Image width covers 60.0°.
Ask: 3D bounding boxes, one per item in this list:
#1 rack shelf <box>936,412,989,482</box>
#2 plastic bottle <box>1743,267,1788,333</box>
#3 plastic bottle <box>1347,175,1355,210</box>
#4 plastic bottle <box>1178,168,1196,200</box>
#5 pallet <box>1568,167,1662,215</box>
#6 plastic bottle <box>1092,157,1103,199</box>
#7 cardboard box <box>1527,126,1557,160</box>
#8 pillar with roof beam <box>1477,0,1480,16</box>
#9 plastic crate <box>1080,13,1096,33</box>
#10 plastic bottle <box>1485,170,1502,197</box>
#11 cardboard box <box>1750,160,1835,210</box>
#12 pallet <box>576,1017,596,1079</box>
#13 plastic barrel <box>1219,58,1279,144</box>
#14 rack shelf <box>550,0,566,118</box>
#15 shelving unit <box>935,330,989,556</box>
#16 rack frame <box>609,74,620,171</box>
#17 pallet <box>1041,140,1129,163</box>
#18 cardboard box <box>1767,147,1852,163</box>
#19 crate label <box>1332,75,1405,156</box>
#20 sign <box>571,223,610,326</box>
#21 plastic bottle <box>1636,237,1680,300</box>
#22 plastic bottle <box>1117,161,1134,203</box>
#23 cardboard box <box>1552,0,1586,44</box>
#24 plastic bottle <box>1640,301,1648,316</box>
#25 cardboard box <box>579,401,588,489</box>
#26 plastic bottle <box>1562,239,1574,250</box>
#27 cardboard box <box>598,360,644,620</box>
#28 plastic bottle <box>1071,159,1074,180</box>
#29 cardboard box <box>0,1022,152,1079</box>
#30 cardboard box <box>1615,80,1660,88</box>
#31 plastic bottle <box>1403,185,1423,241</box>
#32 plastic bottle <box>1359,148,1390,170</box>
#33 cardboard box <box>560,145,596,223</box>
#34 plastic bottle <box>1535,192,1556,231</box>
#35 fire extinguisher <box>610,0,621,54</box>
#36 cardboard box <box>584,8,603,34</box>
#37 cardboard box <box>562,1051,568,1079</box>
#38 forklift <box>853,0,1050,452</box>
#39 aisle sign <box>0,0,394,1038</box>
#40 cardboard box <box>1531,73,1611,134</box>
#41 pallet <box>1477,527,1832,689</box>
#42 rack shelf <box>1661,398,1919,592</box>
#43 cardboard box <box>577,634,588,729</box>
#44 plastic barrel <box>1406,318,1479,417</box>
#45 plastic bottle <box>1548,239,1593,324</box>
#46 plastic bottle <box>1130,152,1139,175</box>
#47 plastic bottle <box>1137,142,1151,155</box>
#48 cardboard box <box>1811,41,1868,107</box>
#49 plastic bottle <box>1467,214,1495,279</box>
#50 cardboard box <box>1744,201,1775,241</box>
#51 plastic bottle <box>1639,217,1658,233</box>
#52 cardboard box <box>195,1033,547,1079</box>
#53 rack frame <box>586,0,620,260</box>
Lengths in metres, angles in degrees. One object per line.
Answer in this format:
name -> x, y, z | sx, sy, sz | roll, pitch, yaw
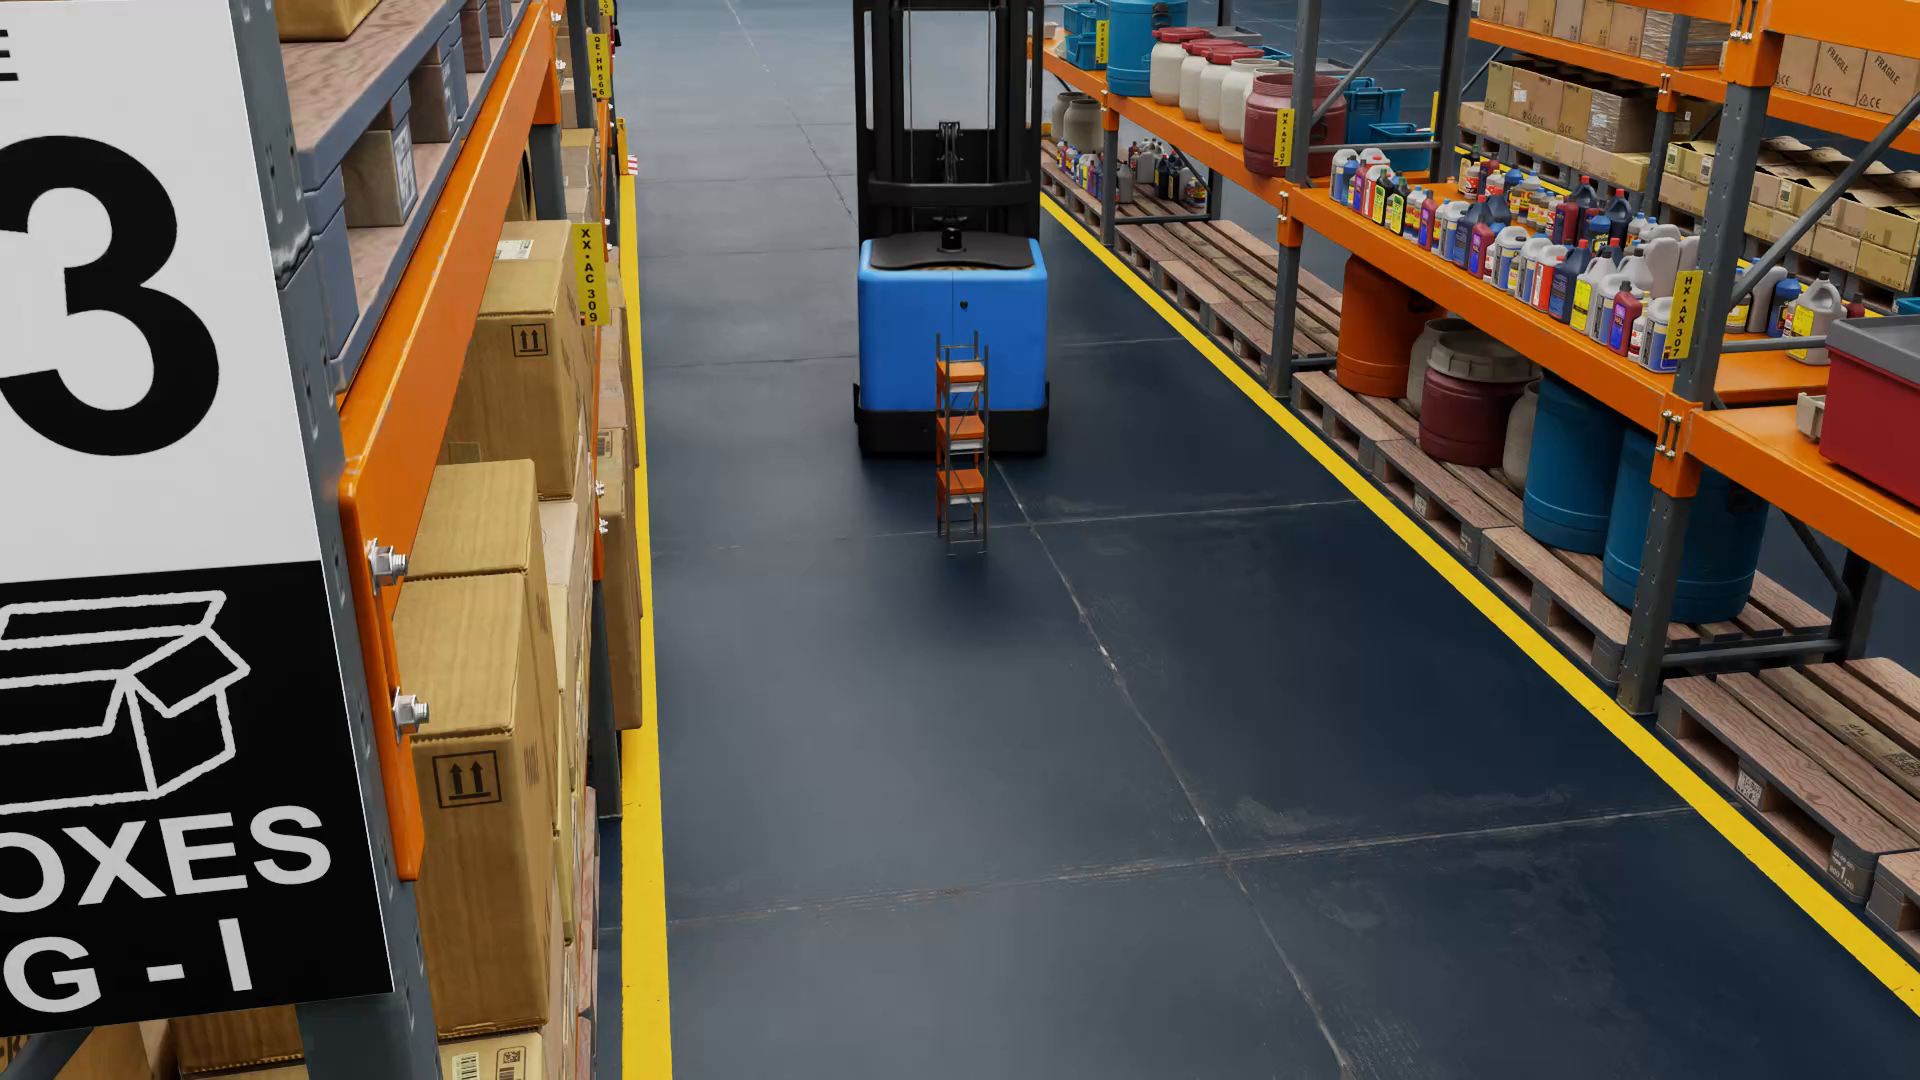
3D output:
rack shelf -> 0.010, -0.450, 7.996 | 0.215, 0.259, 0.240 | -4, 24, -10
plastic bottle -> 3.378, -1.024, 7.001 | 0.152, 0.276, 0.135 | -4, 24, -10
plastic bottle -> 2.192, -1.929, 9.167 | 0.097, 0.201, 0.097 | 0, 24, 0
plastic bottle -> 1.962, -3.110, 14.475 | 0.152, 0.276, 0.135 | -3, 24, -8
pallet -> 6.440, -3.276, 15.488 | 1.003, 0.211, 1.213 | -4, 24, -10
plastic bottle -> 1.239, -3.168, 14.517 | 0.144, 0.351, 0.185 | -6, 24, -12
cardboard box -> 5.963, -3.926, 16.403 | 0.500, 0.250, 0.500 | -4, 24, -10
pillar with roof beam -> 5.204, -13.119, 27.045 | 9.100, 9.000, 0.400 | -4, 24, -10
plastic crate -> 1.439, -4.948, 16.017 | 0.499, 0.251, 0.408 | -4, 24, -10
plastic bottle -> 2.957, -1.944, 9.201 | 0.097, 0.201, 0.097 | 0, 24, 0
cardboard box -> 6.562, -2.846, 13.228 | 0.500, 0.311, 0.500 | -5, 24, -11
pallet -> -1.418, 1.704, 4.085 | 1.003, 0.211, 1.213 | -4, 24, -10
plastic barrel -> 1.939, -2.906, 11.015 | 0.421, 0.512, 0.421 | 0, 24, 0
rack shelf -> -2.081, -2.192, 6.671 | 1.077, 0.370, 4.000 | -4, 24, -10
shelving unit -> 0.010, -0.460, 7.992 | 0.215, 1.050, 0.252 | -4, 24, -10
rack frame -> -3.930, -5.080, 16.134 | 1.000, 3.000, 0.127 | -4, 24, -10
pallet -> 1.143, -3.822, 16.738 | 1.003, 0.211, 1.213 | -4, 24, -10
cardboard box -> 7.005, -3.085, 13.777 | 0.500, 0.311, 0.500 | -4, 24, -8
crate label -> 2.499, -2.727, 10.702 | 0.502, 0.435, 0.616 | -4, 24, -10
sign -> -1.166, -0.835, 5.233 | 0.100, 0.325, 0.005 | -4, 24, -10
plastic bottle -> 3.125, -1.233, 7.480 | 0.152, 0.276, 0.135 | -4, 24, -10
plastic bottle -> 1.417, -3.103, 14.368 | 0.144, 0.351, 0.185 | -4, 24, -10
cardboard box -> 6.169, -5.064, 15.973 | 0.700, 0.500, 0.500 | -4, 24, -8
plastic bottle -> 2.753, -0.867, 6.736 | 0.097, 0.201, 0.097 | 0, 24, 0
cardboard box -> -1.371, -0.273, 4.944 | 0.500, 0.250, 0.500 | -5, 24, -11
plastic bottle -> 2.699, -1.210, 7.434 | 0.097, 0.271, 0.097 | 0, 24, 0
cardboard box -> -2.015, -0.180, 7.045 | 1.225, 0.875, 0.875 | -5, 24, -12
plastic bottle -> 1.067, -3.416, 15.271 | 0.097, 0.201, 0.097 | 0, 24, 0
cardboard box -> -1.320, 0.630, 1.938 | 0.500, 0.500, 0.500 | -4, 24, -9
cardboard box -> 6.583, -4.113, 15.894 | 0.500, 0.500, 0.500 | -4, 24, -10
plastic bottle -> 2.327, -1.674, 8.496 | 0.097, 0.271, 0.097 | 0, 24, 0
plastic bottle -> 2.329, -2.060, 9.374 | 0.152, 0.276, 0.135 | -4, 24, -10
cardboard box -> -2.029, -1.607, 8.056 | 0.500, 0.500, 0.500 | -5, 24, -10
plastic bottle -> 3.065, -1.714, 8.675 | 0.097, 0.201, 0.097 | 0, 24, 0
fire extinguisher -> -3.498, -5.124, 16.330 | 0.296, 0.674, 0.183 | -4, 24, -10
cardboard box -> -3.213, -3.870, 12.867 | 0.875, 0.500, 0.500 | -4, 24, -10
cardboard box -> -0.809, 0.963, 2.611 | 0.380, 0.149, 0.250 | -5, 24, -11
forklift -> -0.072, -2.372, 10.018 | 1.130, 2.935, 3.031 | -1, 24, -1
aisle sign -> -0.663, 0.028, 1.190 | 0.394, 0.787, 0.004 | -4, 24, -10
cardboard box -> 5.962, -4.270, 16.253 | 0.500, 0.500, 0.500 | -4, 24, -10
pallet -> 3.055, 0.245, 7.426 | 1.003, 0.211, 1.213 | -4, 24, -10
rack shelf -> 3.526, 0.390, 4.508 | 1.077, 0.370, 4.000 | -4, 24, -10
cardboard box -> -1.095, 0.356, 4.000 | 0.380, 0.149, 0.250 | -5, 24, -11
plastic barrel -> 2.716, -0.946, 9.251 | 0.421, 0.512, 0.421 | 0, 24, 0
plastic bottle -> 2.631, -1.114, 7.114 | 0.144, 0.351, 0.185 | -4, 24, -10
plastic bottle -> 1.634, -3.504, 15.471 | 0.097, 0.201, 0.097 | 0, 24, 0
plastic bottle -> 1.728, -3.609, 15.619 | 0.152, 0.276, 0.135 | -4, 24, -9
cardboard box -> 6.862, -3.577, 12.566 | 0.500, 0.500, 0.500 | -4, 24, -10
plastic bottle -> 2.450, -1.378, 7.803 | 0.061, 0.283, 0.133 | -4, 24, -10
cardboard box -> 6.569, -2.589, 13.341 | 0.500, 0.250, 0.500 | -5, 24, -11
plastic bottle -> 3.237, -1.381, 7.825 | 0.097, 0.271, 0.097 | 0, 24, 0
cardboard box -> -0.795, 0.937, 2.172 | 0.500, 0.250, 0.500 | -5, 24, -11
rack frame -> -3.190, -3.507, 12.531 | 1.000, 3.000, 0.127 | -4, 24, -10
